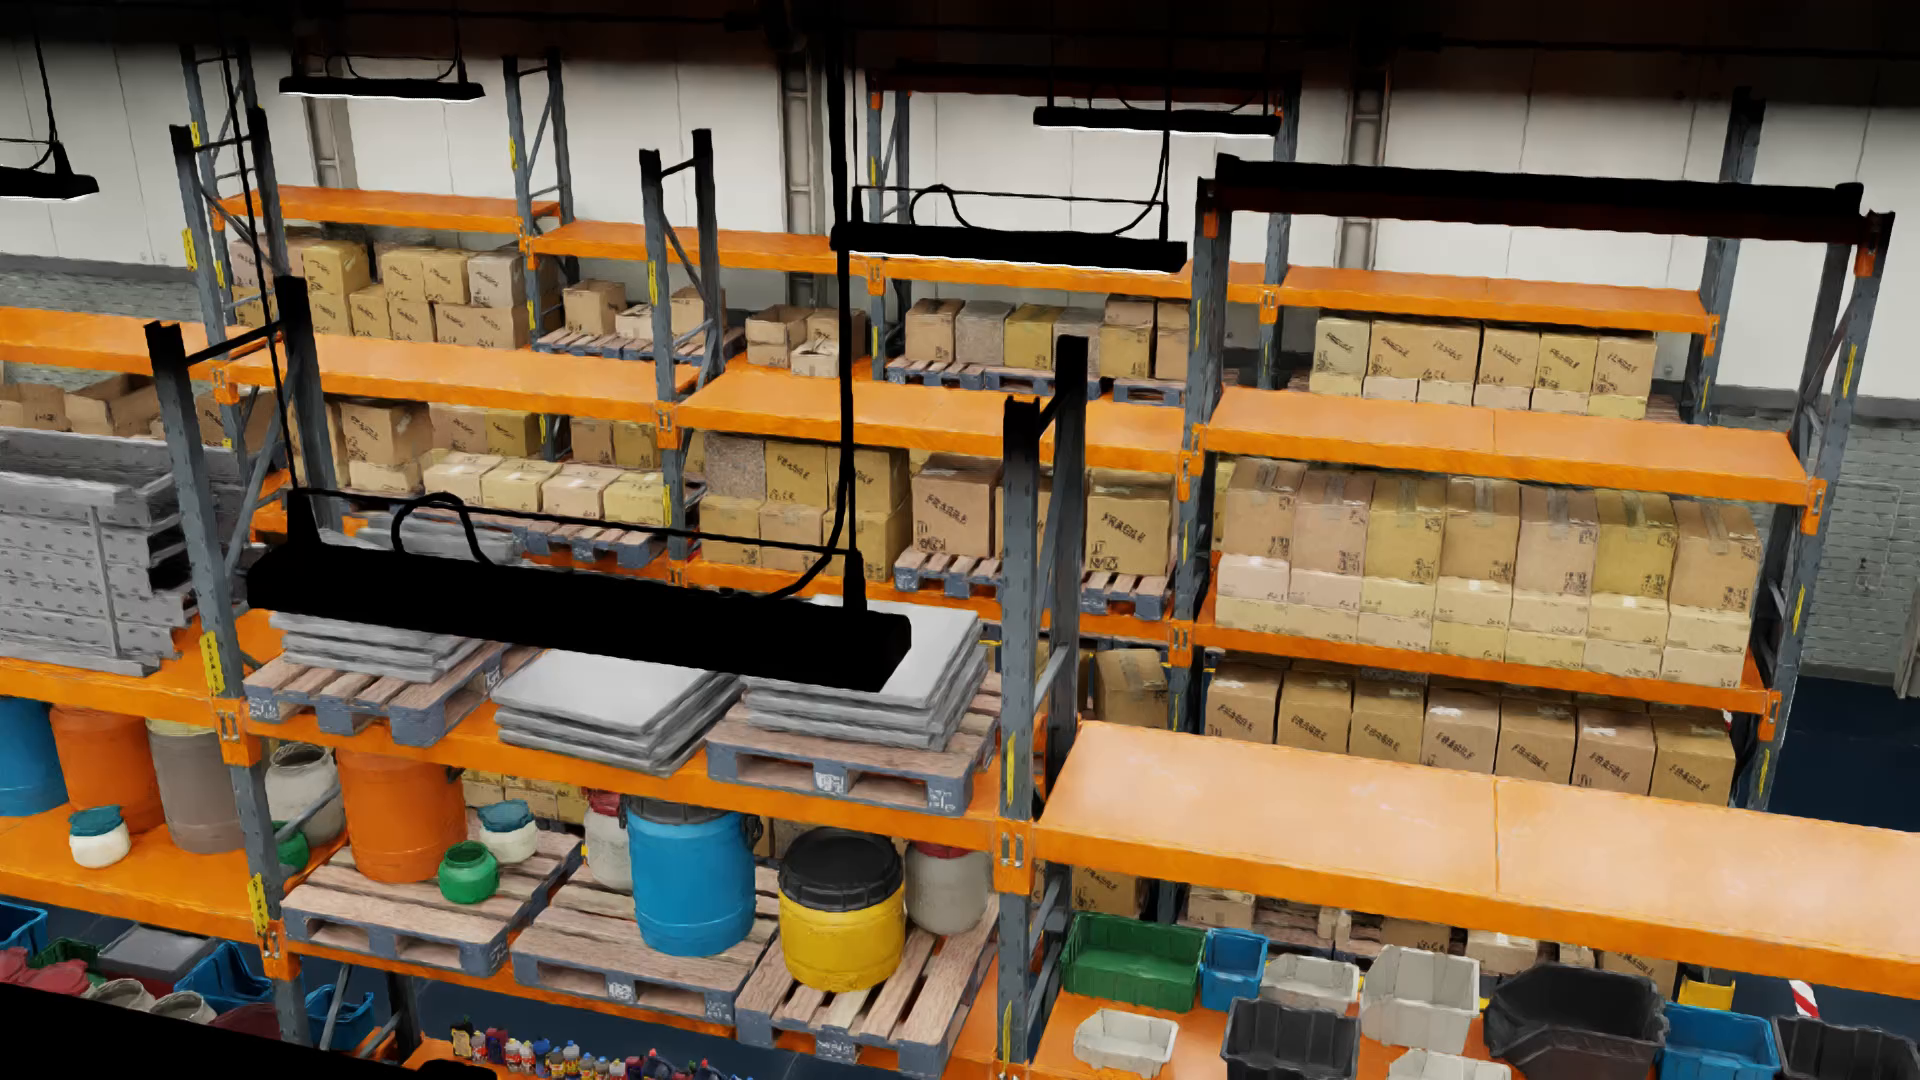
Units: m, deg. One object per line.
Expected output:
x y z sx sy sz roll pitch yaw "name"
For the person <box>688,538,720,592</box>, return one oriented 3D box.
-2.684 0.509 17.369 1.126 1.645 0.542 7 24 17 "person"
